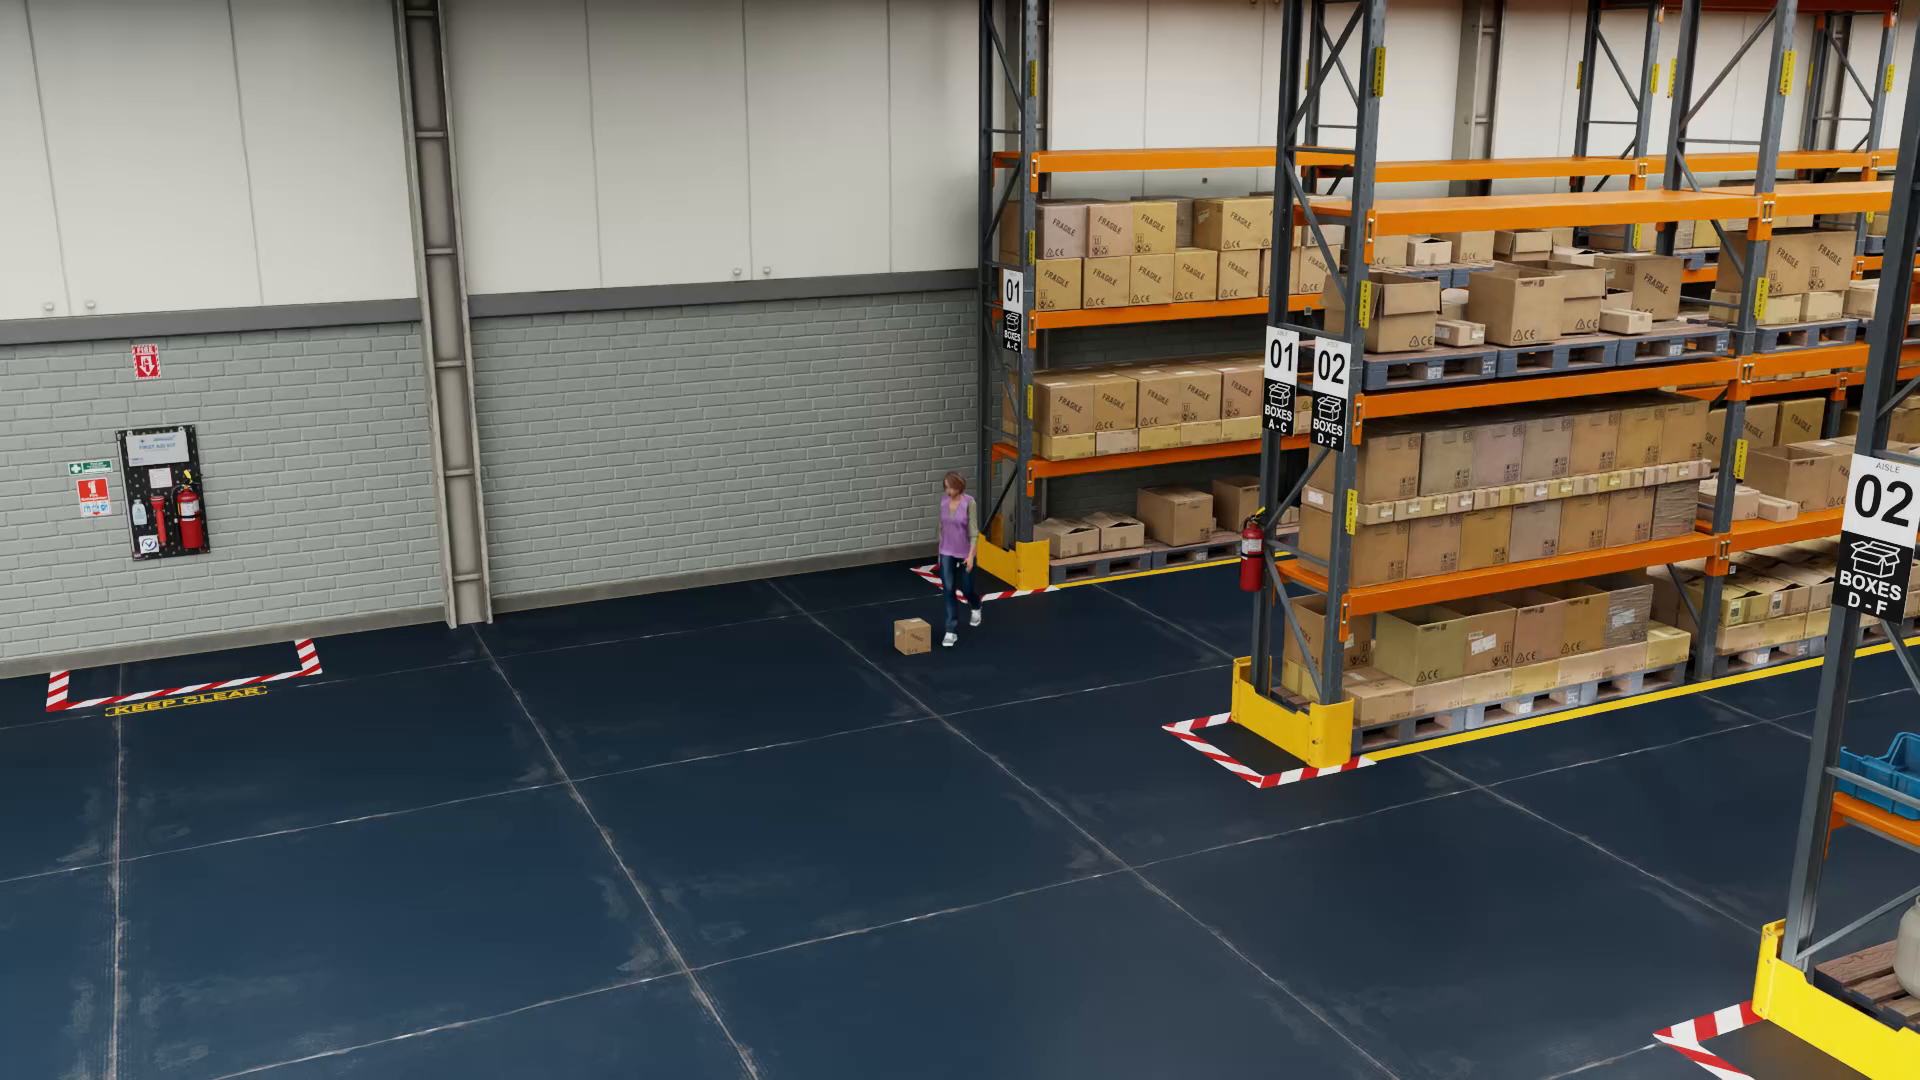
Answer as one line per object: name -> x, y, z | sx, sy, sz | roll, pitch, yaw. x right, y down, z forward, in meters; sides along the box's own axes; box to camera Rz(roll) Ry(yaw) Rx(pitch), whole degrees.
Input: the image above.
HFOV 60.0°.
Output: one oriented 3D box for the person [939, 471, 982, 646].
person -> -0.003, 0.130, 15.260 | 0.420, 1.583, 0.724 | 5, 16, 19
